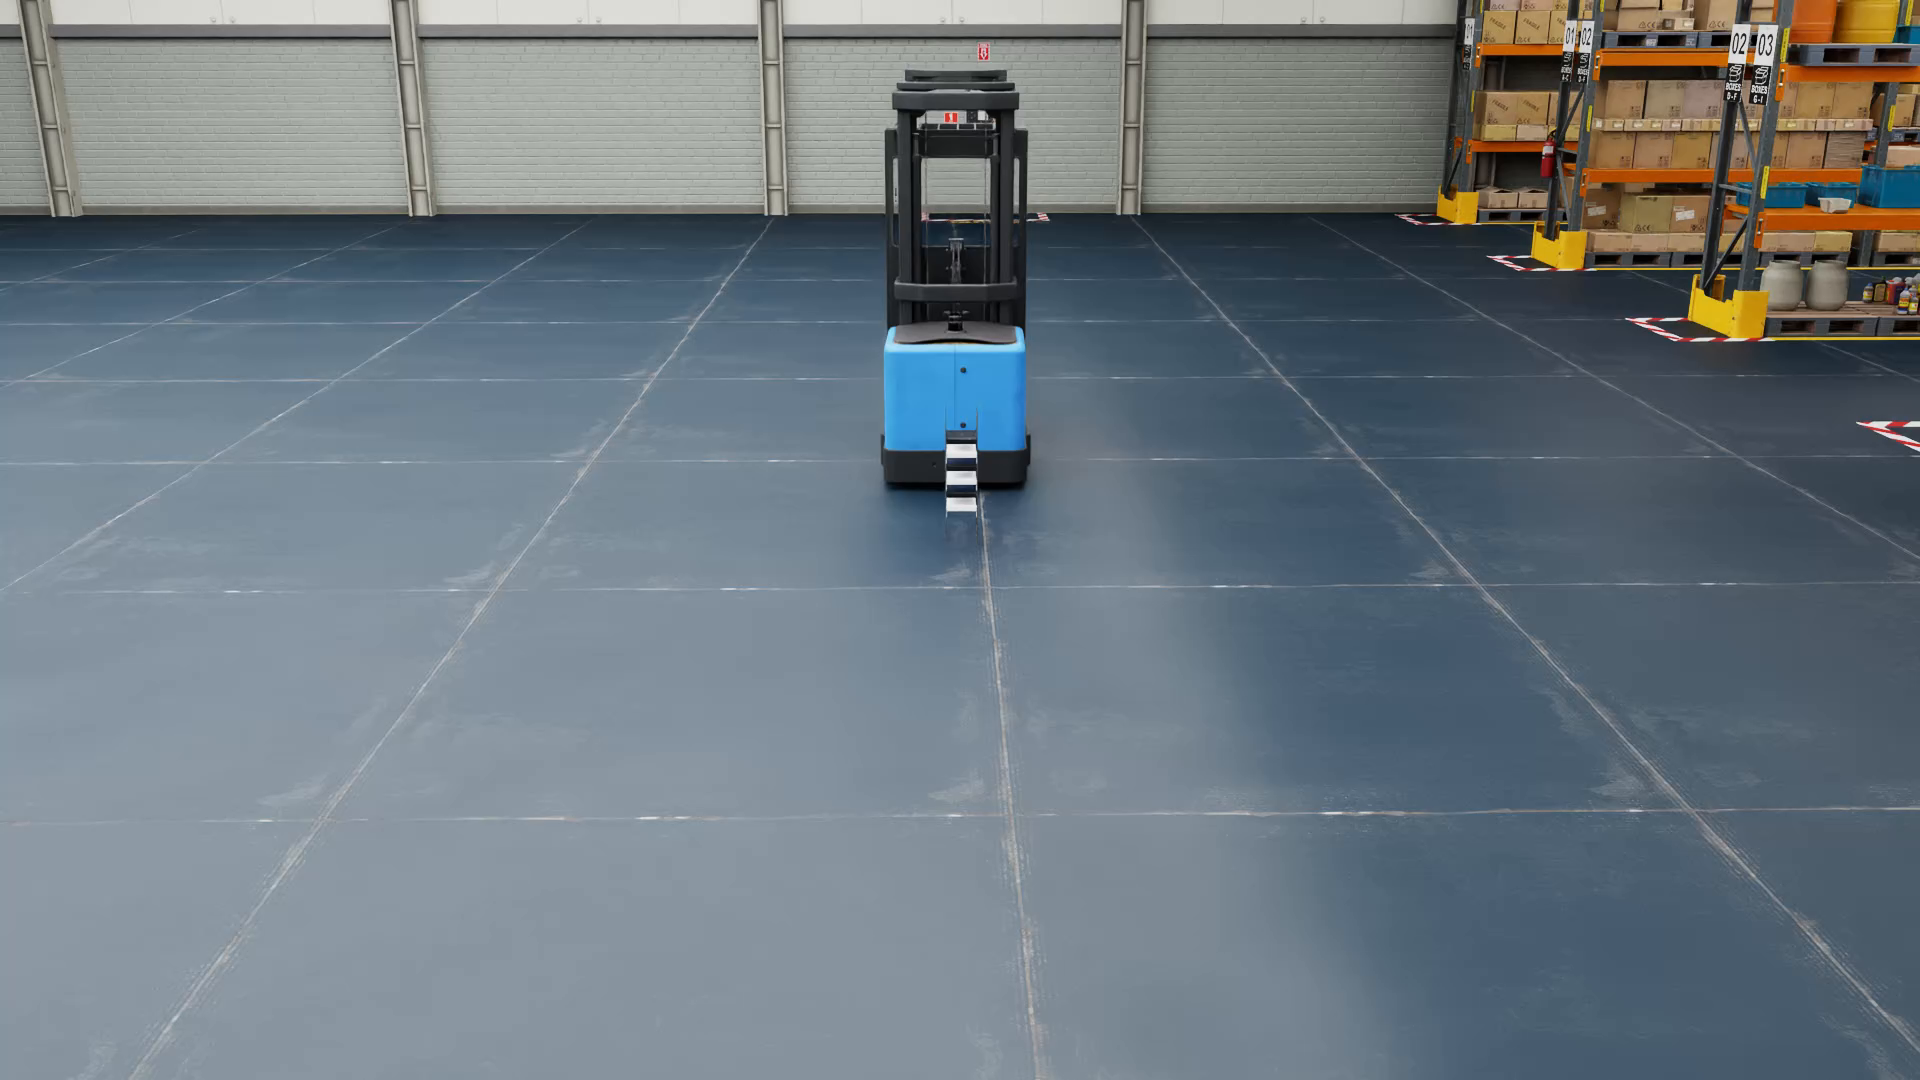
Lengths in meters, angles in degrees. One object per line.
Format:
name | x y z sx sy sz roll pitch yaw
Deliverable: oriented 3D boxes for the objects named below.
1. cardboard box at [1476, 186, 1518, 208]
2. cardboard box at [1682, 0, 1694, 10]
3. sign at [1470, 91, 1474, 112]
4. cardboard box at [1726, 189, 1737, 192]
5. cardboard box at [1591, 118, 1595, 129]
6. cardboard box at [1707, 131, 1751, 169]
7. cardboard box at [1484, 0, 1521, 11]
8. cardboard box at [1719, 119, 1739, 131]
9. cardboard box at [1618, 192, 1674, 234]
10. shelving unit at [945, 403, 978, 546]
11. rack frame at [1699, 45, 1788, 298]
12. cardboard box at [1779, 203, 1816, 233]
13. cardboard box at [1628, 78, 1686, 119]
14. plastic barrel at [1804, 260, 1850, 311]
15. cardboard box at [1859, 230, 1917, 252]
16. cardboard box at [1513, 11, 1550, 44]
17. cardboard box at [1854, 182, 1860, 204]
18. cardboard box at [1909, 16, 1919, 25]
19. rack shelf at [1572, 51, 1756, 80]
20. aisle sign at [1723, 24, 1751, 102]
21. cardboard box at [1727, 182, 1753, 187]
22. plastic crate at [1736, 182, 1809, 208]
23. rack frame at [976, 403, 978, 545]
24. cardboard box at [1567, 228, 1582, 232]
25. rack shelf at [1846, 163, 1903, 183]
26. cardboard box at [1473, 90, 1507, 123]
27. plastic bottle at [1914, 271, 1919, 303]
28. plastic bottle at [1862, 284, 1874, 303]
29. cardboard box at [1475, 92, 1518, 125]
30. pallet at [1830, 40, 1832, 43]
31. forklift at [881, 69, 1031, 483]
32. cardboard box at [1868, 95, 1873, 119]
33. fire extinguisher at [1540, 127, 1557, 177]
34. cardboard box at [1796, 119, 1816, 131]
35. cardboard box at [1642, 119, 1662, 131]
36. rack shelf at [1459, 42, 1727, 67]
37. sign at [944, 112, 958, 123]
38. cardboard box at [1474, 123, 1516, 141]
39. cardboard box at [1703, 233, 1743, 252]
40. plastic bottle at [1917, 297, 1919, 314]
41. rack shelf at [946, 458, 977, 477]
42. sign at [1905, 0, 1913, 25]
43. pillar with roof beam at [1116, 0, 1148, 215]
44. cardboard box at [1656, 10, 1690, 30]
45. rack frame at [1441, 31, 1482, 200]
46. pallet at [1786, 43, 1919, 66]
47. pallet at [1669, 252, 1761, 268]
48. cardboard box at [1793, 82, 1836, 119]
cardboard box | 8.883 -5.679 27.521 0.500 0.311 0.500 -2 18 -7
cardboard box | 11.693 -8.669 26.418 0.500 0.500 0.500 -2 18 -6
sign | 8.198 -7.020 26.604 0.005 0.325 0.100 0 18 -1
cardboard box | 10.803 -4.616 23.114 0.500 0.500 0.500 0 18 -1
cardboard box | 8.651 -5.677 22.609 0.250 0.149 0.380 -1 18 -2
cardboard box | 10.287 -5.315 22.542 0.500 0.500 0.700 0 18 1
cardboard box | 8.579 -8.663 26.398 0.500 0.500 0.500 -2 18 -5
cardboard box | 10.204 -5.561 22.245 0.250 0.149 0.380 0 18 0
cardboard box | 9.311 -4.446 22.583 0.500 0.500 0.500 0 18 -1
shelving unit | 0.008 -0.429 10.910 0.210 0.900 0.258 0 18 -1
rack frame | 8.346 -3.748 17.820 0.127 3.000 1.000 0 18 -1
cardboard box | 11.311 -4.460 22.626 0.500 0.500 0.500 0 18 -1
cardboard box | 9.317 -5.929 22.332 0.500 0.500 0.700 -1 18 -2
plastic barrel | 9.504 -2.792 18.226 0.421 0.512 0.421 0 18 0
cardboard box | 12.678 -4.097 22.723 0.500 0.250 0.500 -1 18 -2
cardboard box | 9.066 -8.176 26.517 0.500 0.500 0.500 1 18 3
cardboard box | 14.953 -5.845 27.730 0.500 0.500 0.700 0 18 -1
cardboard box | 12.887 -6.837 22.097 0.500 0.250 0.500 2 18 5
rack shelf | 10.271 -6.356 22.218 4.000 0.370 1.077 0 18 -1
aisle sign | 8.270 -5.076 17.705 0.004 0.787 0.394 0 18 -1
cardboard box | 12.925 -5.821 27.654 0.500 0.500 0.700 0 18 1
plastic crate | 8.842 -3.771 18.135 0.616 0.251 0.499 0 18 -1
rack frame | 0.110 -0.429 10.912 0.006 0.900 0.240 0 18 -1
cardboard box | 8.803 -4.244 23.182 0.500 0.250 0.500 0 18 -1
rack shelf | 14.271 -4.947 22.736 4.000 0.370 1.077 0 18 -1
cardboard box | 8.658 -7.136 27.367 0.500 0.500 0.500 0 18 -1
plastic bottle | 10.732 -2.834 18.589 0.185 0.351 0.144 0 18 1
plastic bottle | 10.176 -2.768 18.626 0.097 0.201 0.097 0 18 0
cardboard box | 8.672 -6.979 26.879 0.500 0.500 0.500 0 18 -1
pallet | 11.419 -6.654 22.114 1.213 0.211 1.003 0 18 -1
forklift | -0.027 -2.207 13.128 1.130 2.935 3.031 0 18 0
cardboard box | 14.474 -7.051 27.234 0.500 0.500 0.700 0 18 -1
fire extinguisher | 8.146 -5.365 22.989 0.183 0.674 0.296 0 18 -1
cardboard box | 11.231 -5.566 22.261 0.250 0.149 0.380 0 18 -1
cardboard box | 9.181 -5.556 22.232 0.250 0.149 0.380 0 18 -1
rack shelf | 10.190 -7.869 26.934 4.000 0.370 1.077 0 18 -1
sign | -0.149 -7.058 28.080 0.234 0.329 0.001 0 18 -1
cardboard box | 8.683 -6.617 26.978 0.500 0.250 0.500 -1 18 -2
cardboard box | 10.311 -4.093 22.709 0.500 0.250 0.500 0 18 -1
plastic bottle | 10.391 -2.573 17.885 0.133 0.283 0.061 0 18 0
rack shelf | 0.008 -0.482 10.893 0.200 0.077 0.258 0 18 -1
sign | 12.282 -6.823 21.519 0.005 0.325 0.100 0 18 -1
pillar with roof beam | 2.945 -8.554 22.981 0.400 9.000 9.100 0 18 -1
cardboard box | 9.419 -6.970 22.284 0.500 0.250 0.500 0 18 -1
rack frame | 8.190 -6.774 27.253 0.127 3.000 1.000 0 18 -1
pallet | 9.175 -5.060 17.310 1.213 0.211 1.003 0 18 -1
pallet | 10.253 -3.954 23.029 1.213 0.211 1.003 0 18 -1
cardboard box | 11.322 -5.939 22.362 0.500 0.500 0.700 0 18 -1
